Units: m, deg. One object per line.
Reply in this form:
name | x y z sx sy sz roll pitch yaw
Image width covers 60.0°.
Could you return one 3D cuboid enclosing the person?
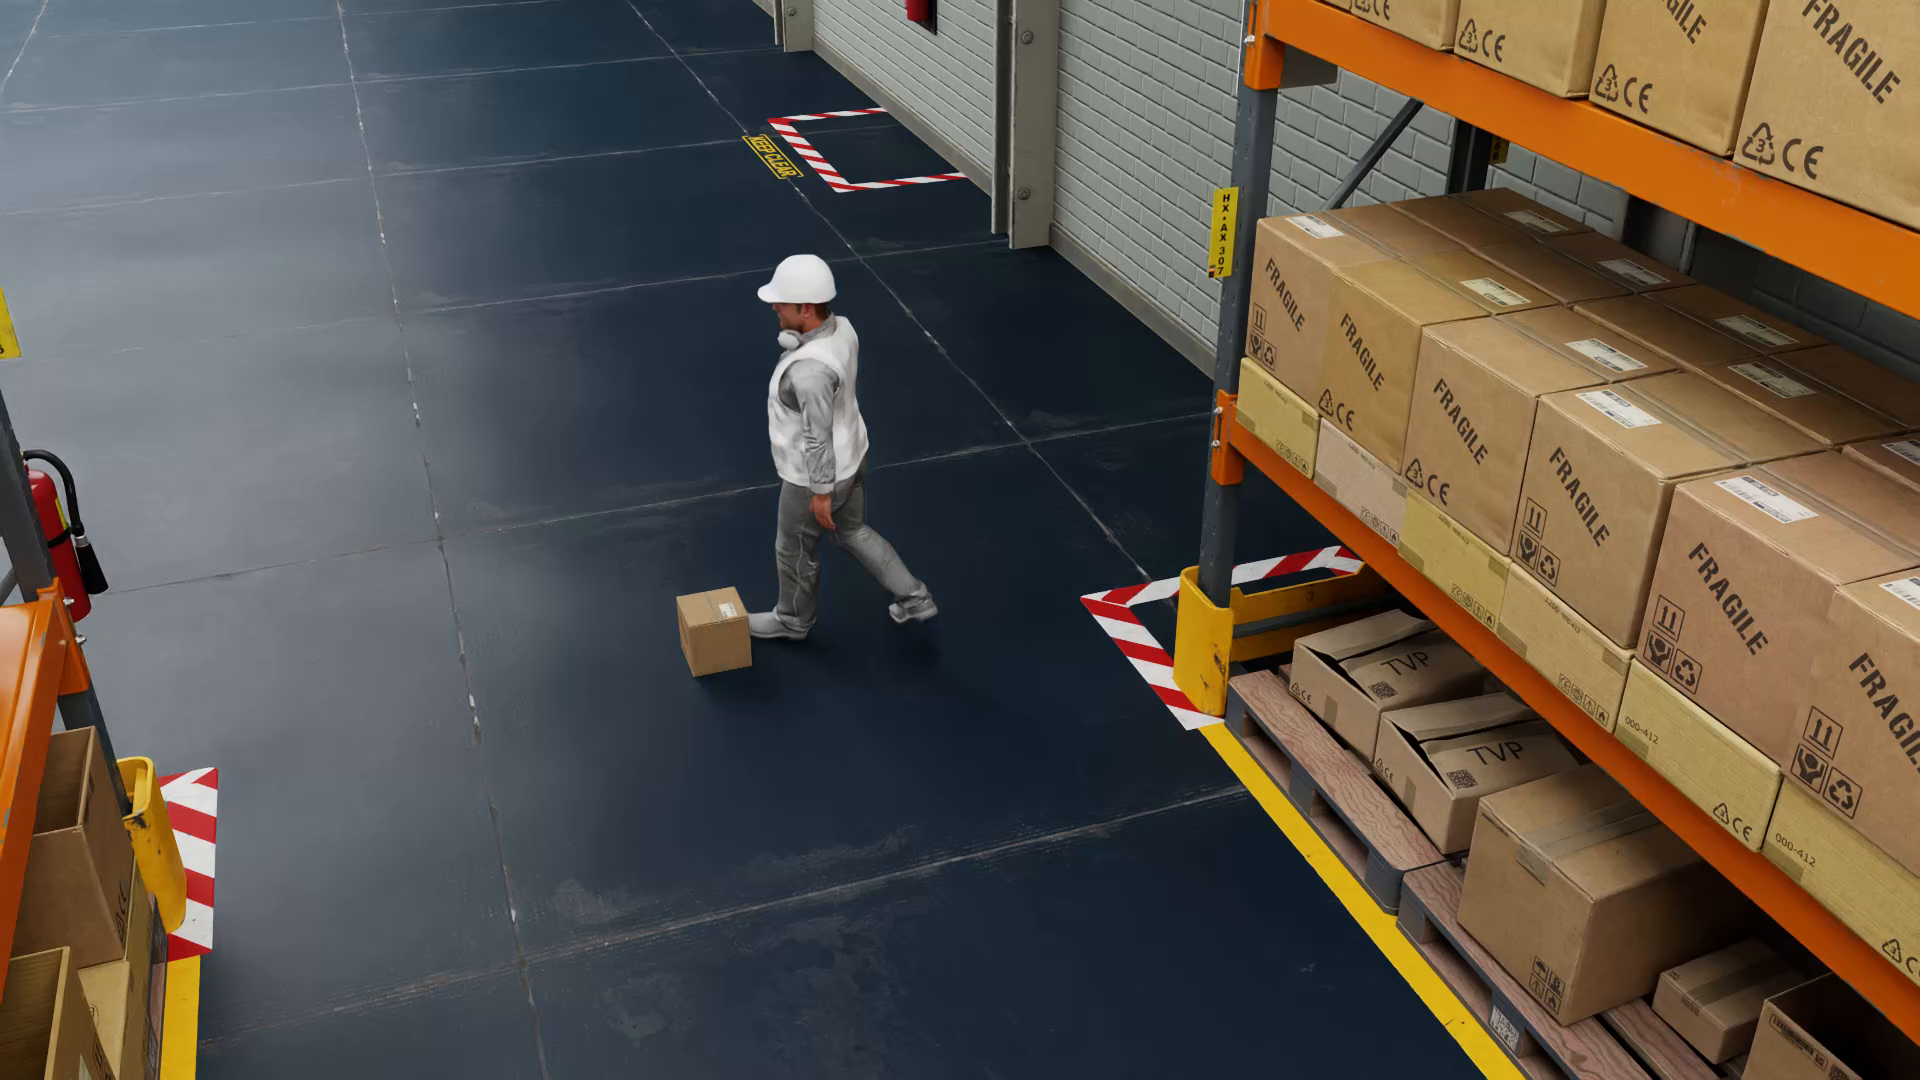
person | -0.521 -0.321 6.676 0.871 1.758 0.613 6 30 11
